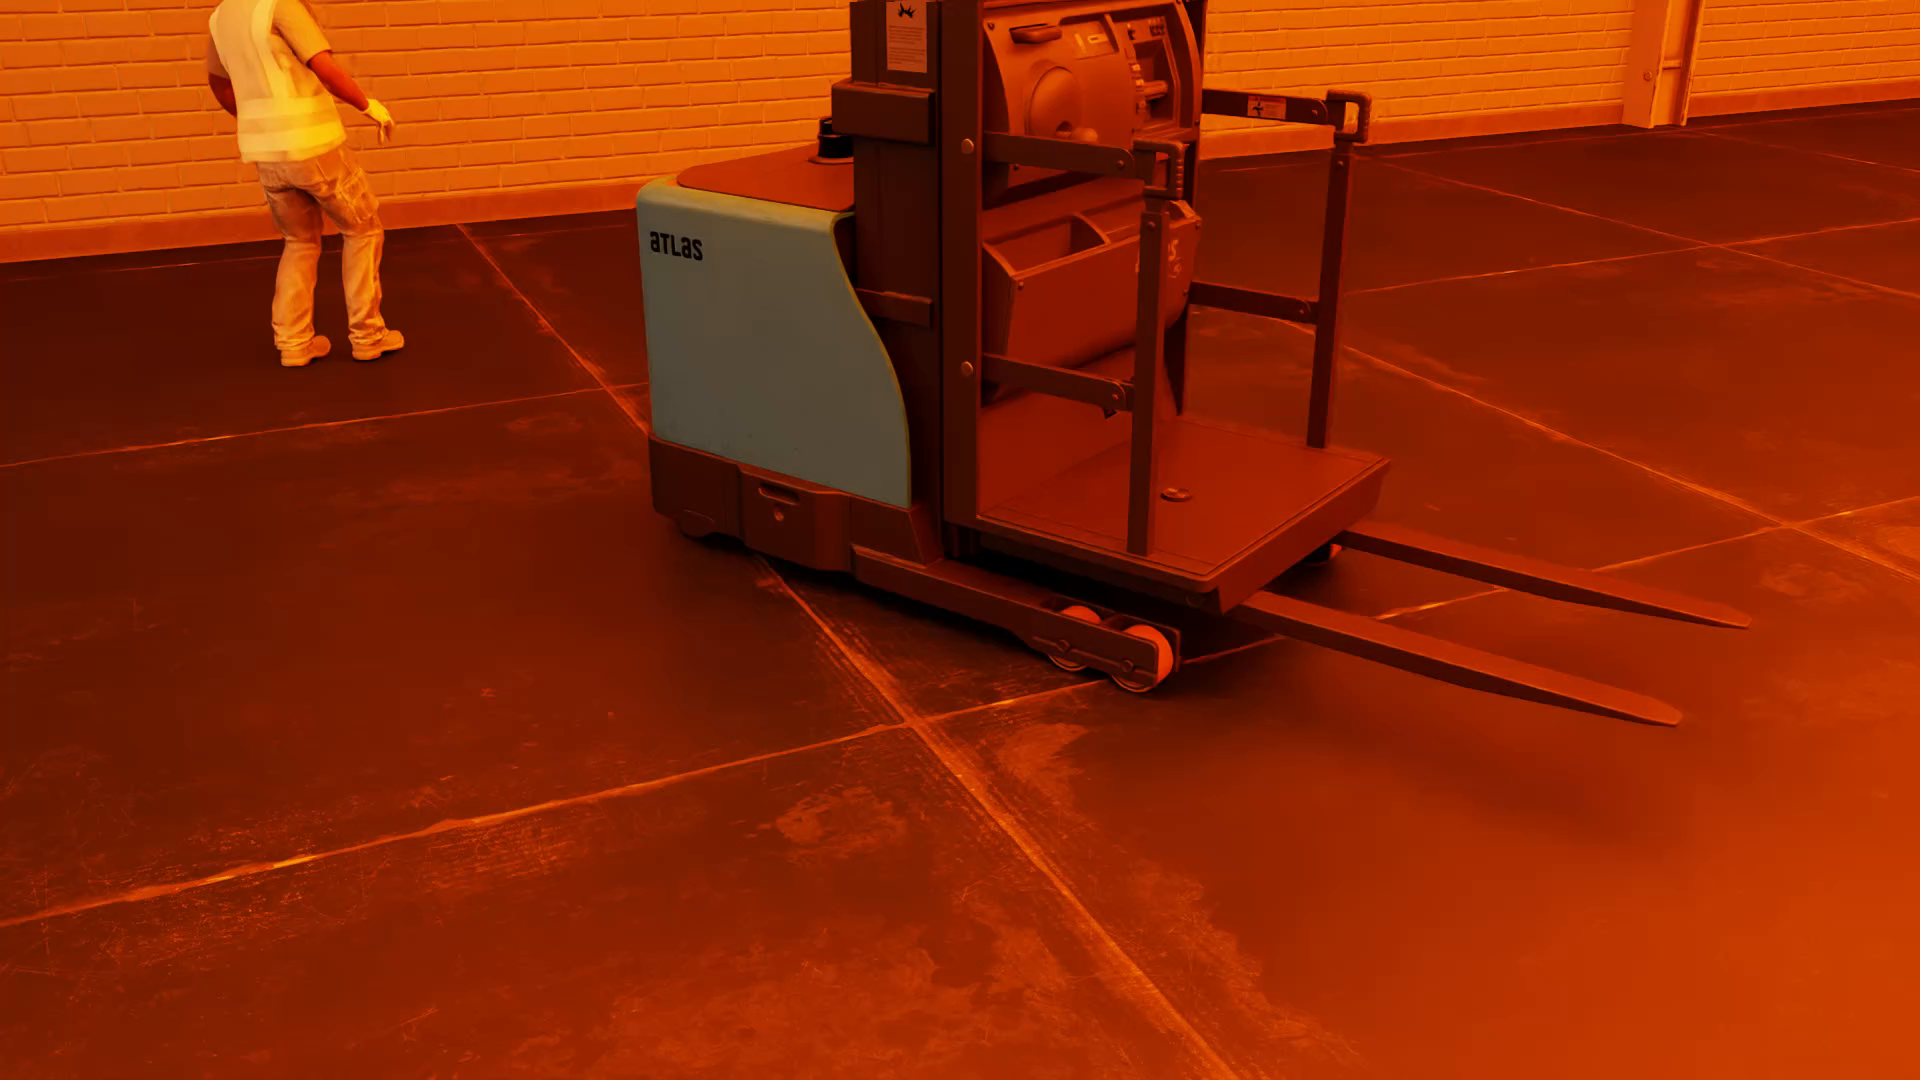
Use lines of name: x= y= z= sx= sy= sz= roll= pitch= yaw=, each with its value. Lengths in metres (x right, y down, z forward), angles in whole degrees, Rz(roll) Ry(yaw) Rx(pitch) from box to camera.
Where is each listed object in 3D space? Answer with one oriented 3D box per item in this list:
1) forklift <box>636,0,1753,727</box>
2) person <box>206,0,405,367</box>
forklift: x=0.528 y=-1.201 z=4.178 sx=3.031 sy=2.935 sz=1.130 roll=16 pitch=27 yaw=34
person: x=-2.627 y=-1.569 z=6.645 sx=0.776 sy=1.732 sz=0.524 roll=10 pitch=25 yaw=22
